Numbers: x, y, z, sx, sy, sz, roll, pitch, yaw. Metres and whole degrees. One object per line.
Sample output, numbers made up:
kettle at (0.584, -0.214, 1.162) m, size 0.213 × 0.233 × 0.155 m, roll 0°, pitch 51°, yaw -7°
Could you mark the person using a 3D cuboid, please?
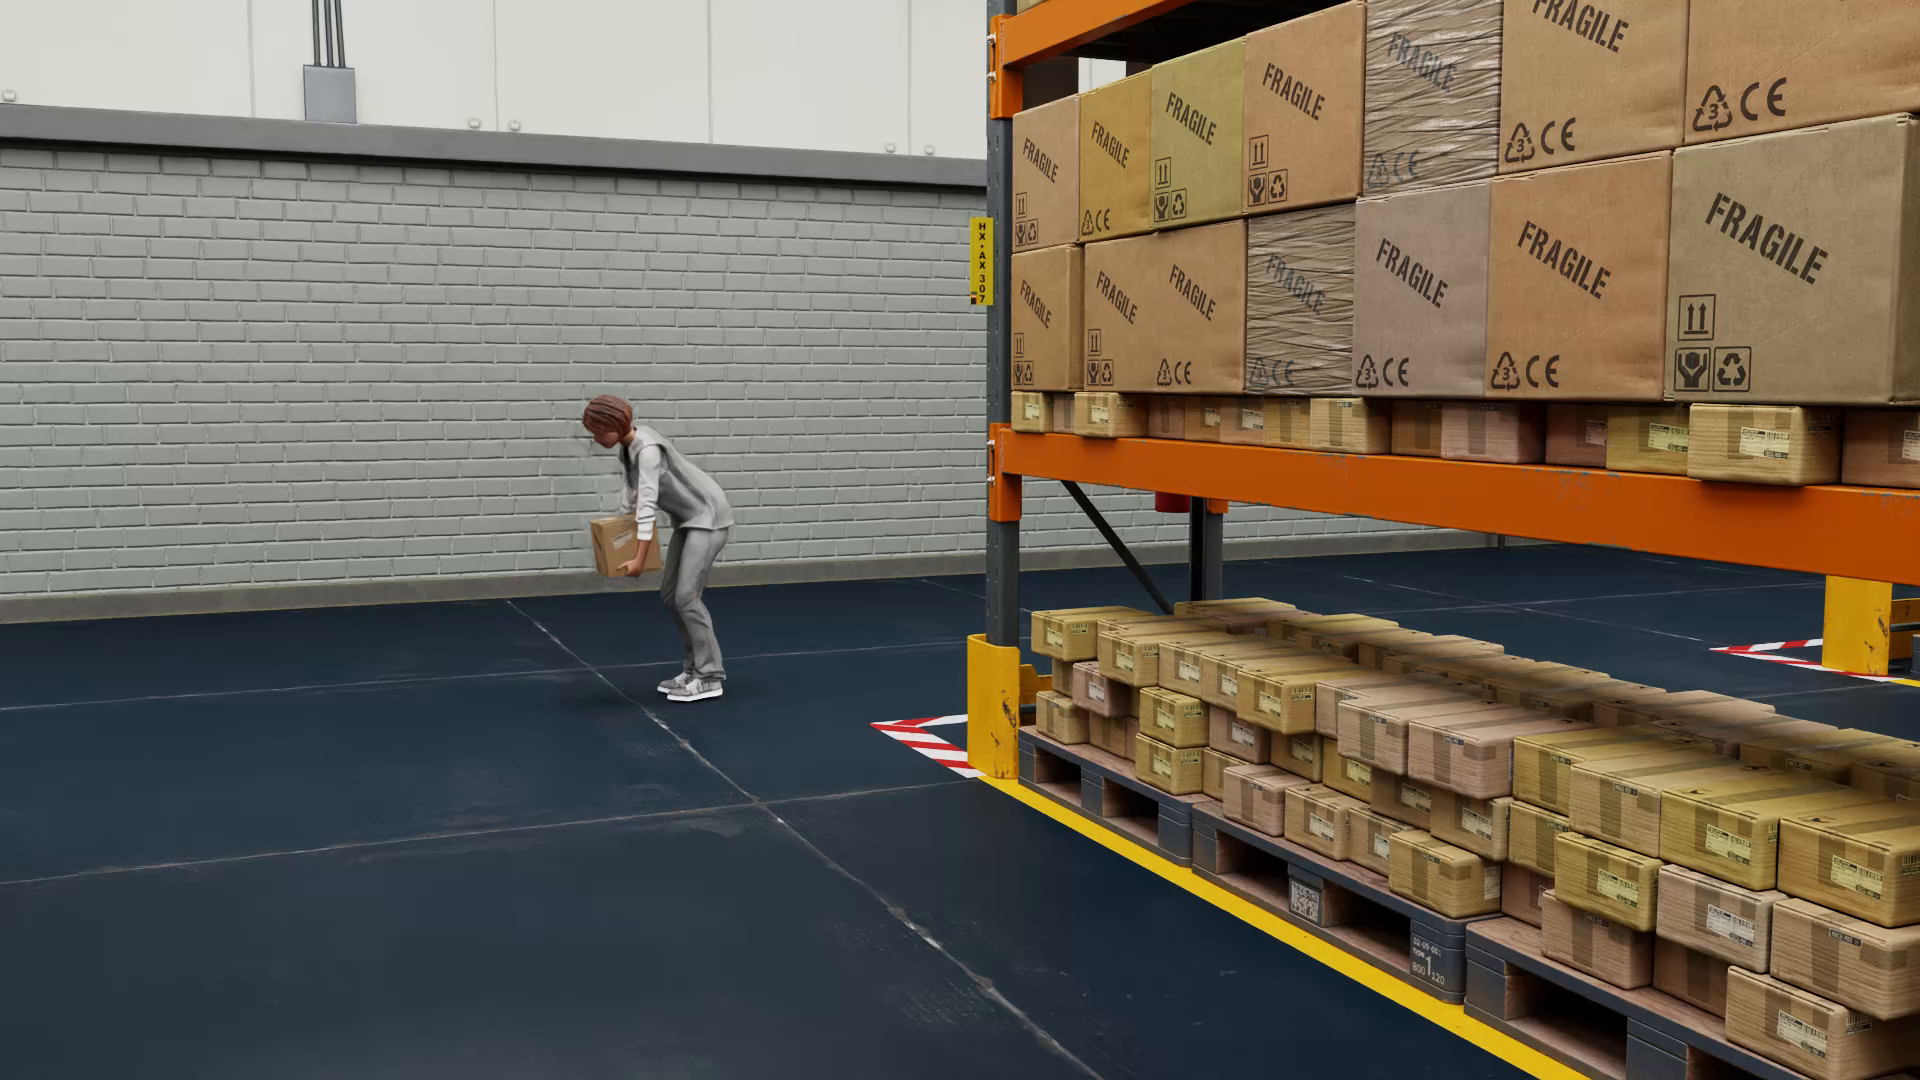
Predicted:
person at (-1.398, 0.045, 7.744) m, size 0.690 × 1.409 × 0.375 m, roll -3°, pitch 6°, yaw -25°
